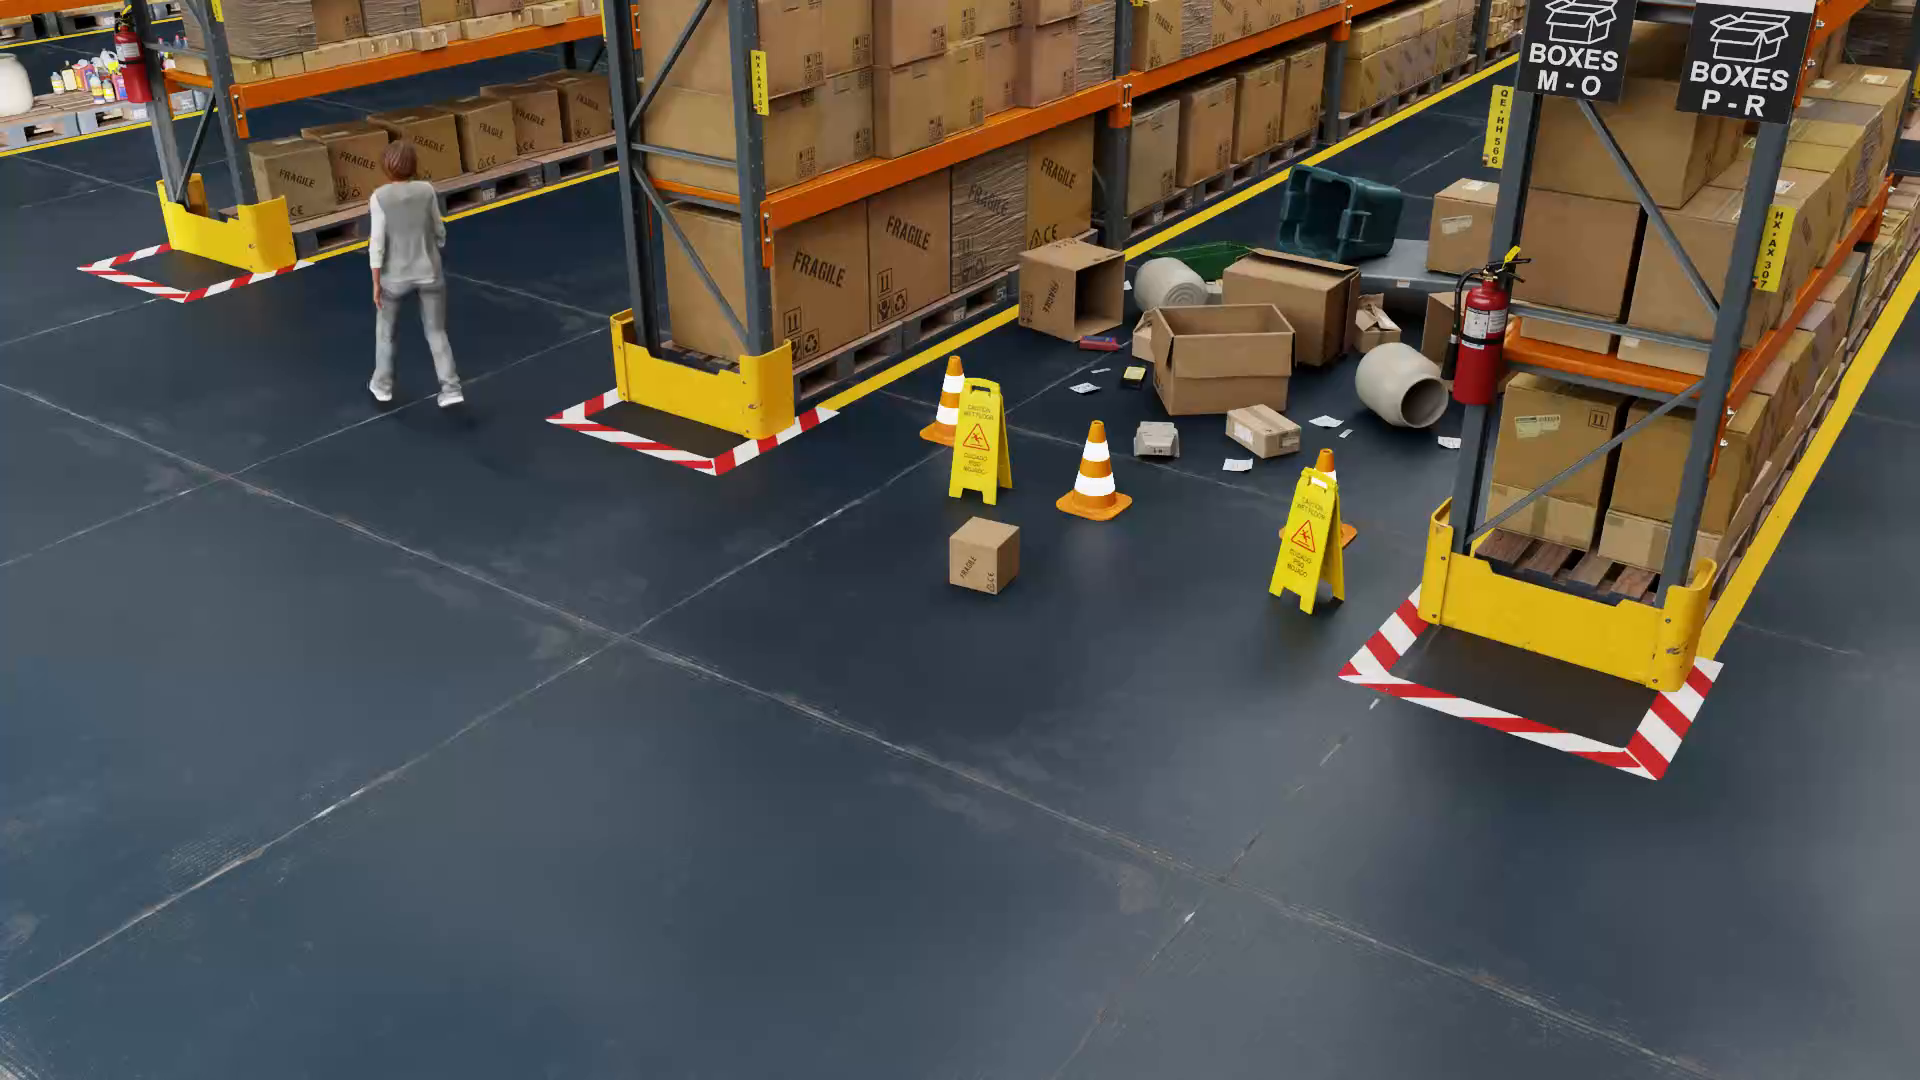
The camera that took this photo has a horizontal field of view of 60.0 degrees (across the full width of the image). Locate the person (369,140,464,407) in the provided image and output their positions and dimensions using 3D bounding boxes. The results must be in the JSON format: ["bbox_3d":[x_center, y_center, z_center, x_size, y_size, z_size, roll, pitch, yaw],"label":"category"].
[{"bbox_3d":[-3.166,-1.513,9.548,0.512,1.544,0.800,-16,31,-28],"label":"person"}]
